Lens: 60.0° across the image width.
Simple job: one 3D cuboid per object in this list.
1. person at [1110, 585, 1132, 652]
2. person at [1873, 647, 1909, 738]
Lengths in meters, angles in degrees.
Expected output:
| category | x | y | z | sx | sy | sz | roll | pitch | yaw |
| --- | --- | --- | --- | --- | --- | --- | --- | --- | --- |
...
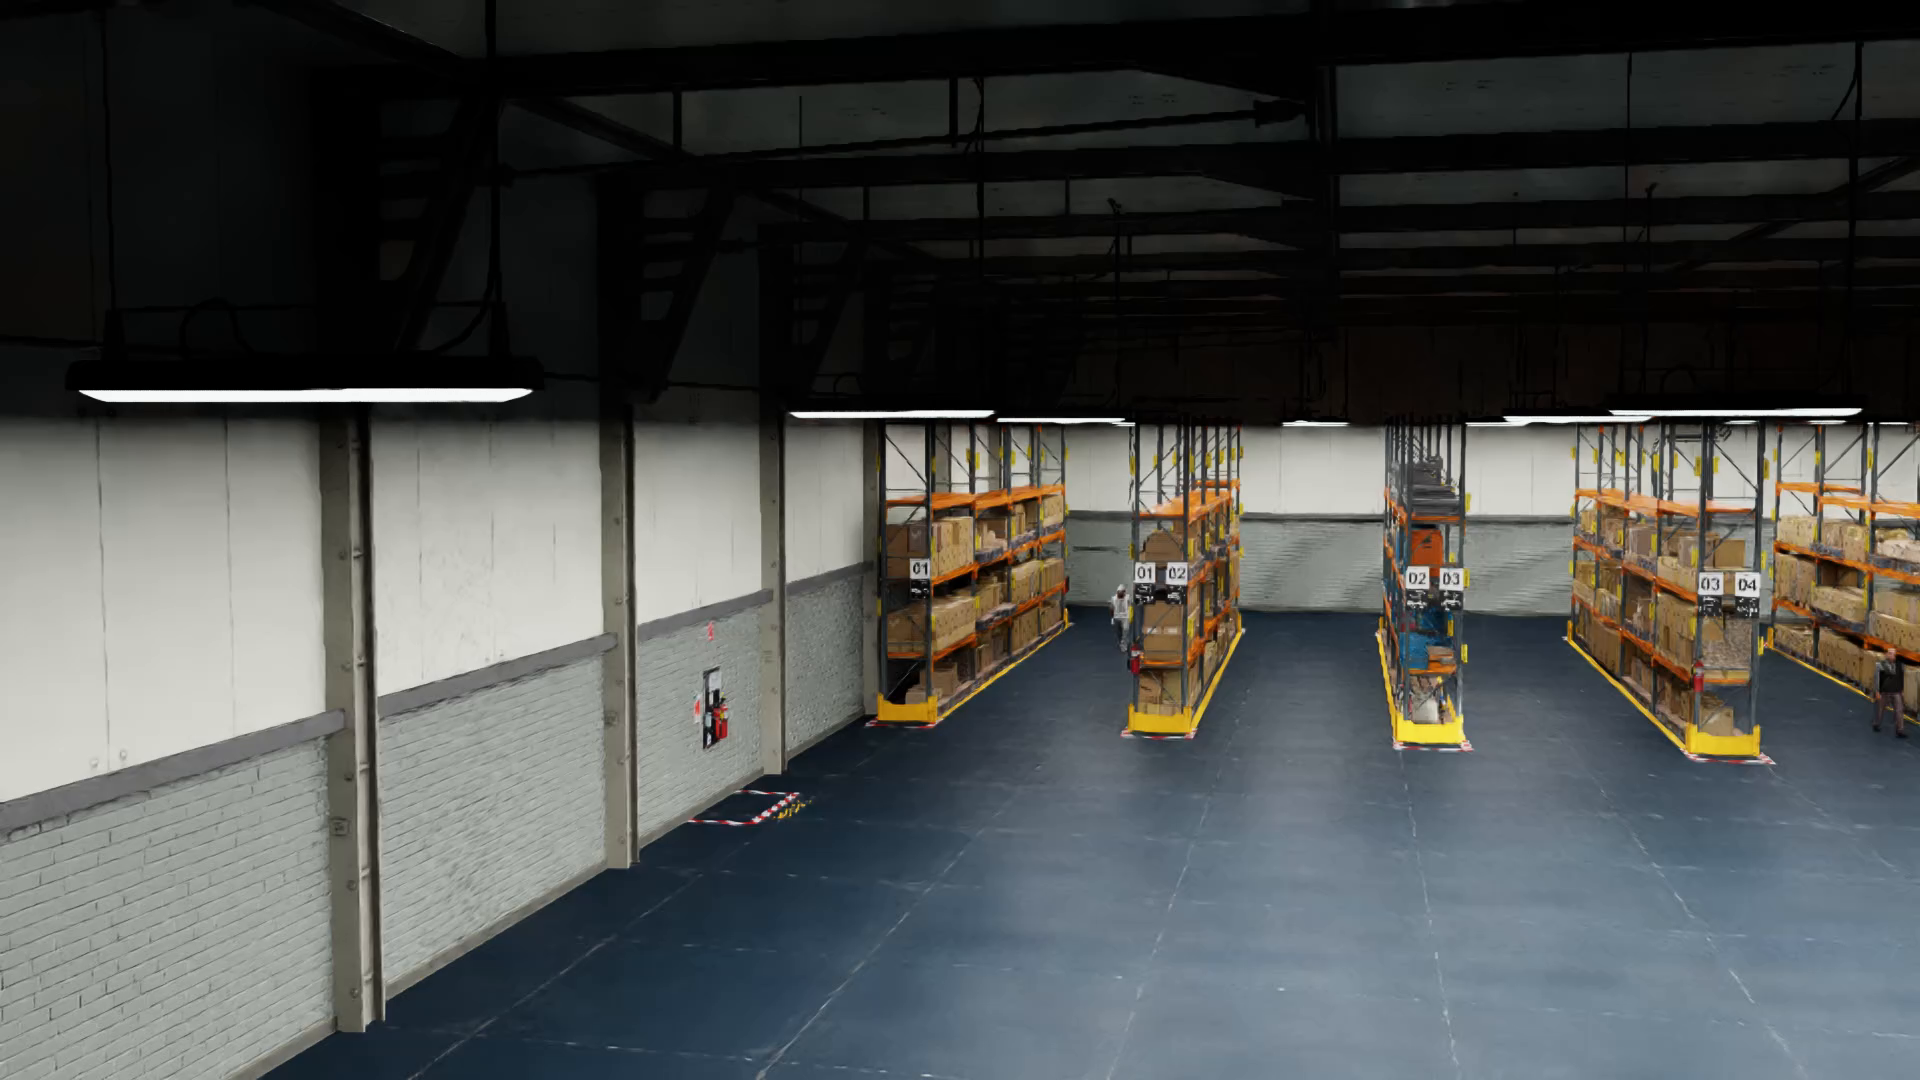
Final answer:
| category | x | y | z | sx | sy | sz | roll | pitch | yaw |
| --- | --- | --- | --- | --- | --- | --- | --- | --- | --- |
| person | 4.108 | 1.984 | 42.477 | 0.566 | 1.706 | 1.122 | 1 | 4 | 15 |
| person | 17.231 | 2.811 | 30.843 | 0.543 | 1.630 | 1.115 | 1 | 4 | 15 |
